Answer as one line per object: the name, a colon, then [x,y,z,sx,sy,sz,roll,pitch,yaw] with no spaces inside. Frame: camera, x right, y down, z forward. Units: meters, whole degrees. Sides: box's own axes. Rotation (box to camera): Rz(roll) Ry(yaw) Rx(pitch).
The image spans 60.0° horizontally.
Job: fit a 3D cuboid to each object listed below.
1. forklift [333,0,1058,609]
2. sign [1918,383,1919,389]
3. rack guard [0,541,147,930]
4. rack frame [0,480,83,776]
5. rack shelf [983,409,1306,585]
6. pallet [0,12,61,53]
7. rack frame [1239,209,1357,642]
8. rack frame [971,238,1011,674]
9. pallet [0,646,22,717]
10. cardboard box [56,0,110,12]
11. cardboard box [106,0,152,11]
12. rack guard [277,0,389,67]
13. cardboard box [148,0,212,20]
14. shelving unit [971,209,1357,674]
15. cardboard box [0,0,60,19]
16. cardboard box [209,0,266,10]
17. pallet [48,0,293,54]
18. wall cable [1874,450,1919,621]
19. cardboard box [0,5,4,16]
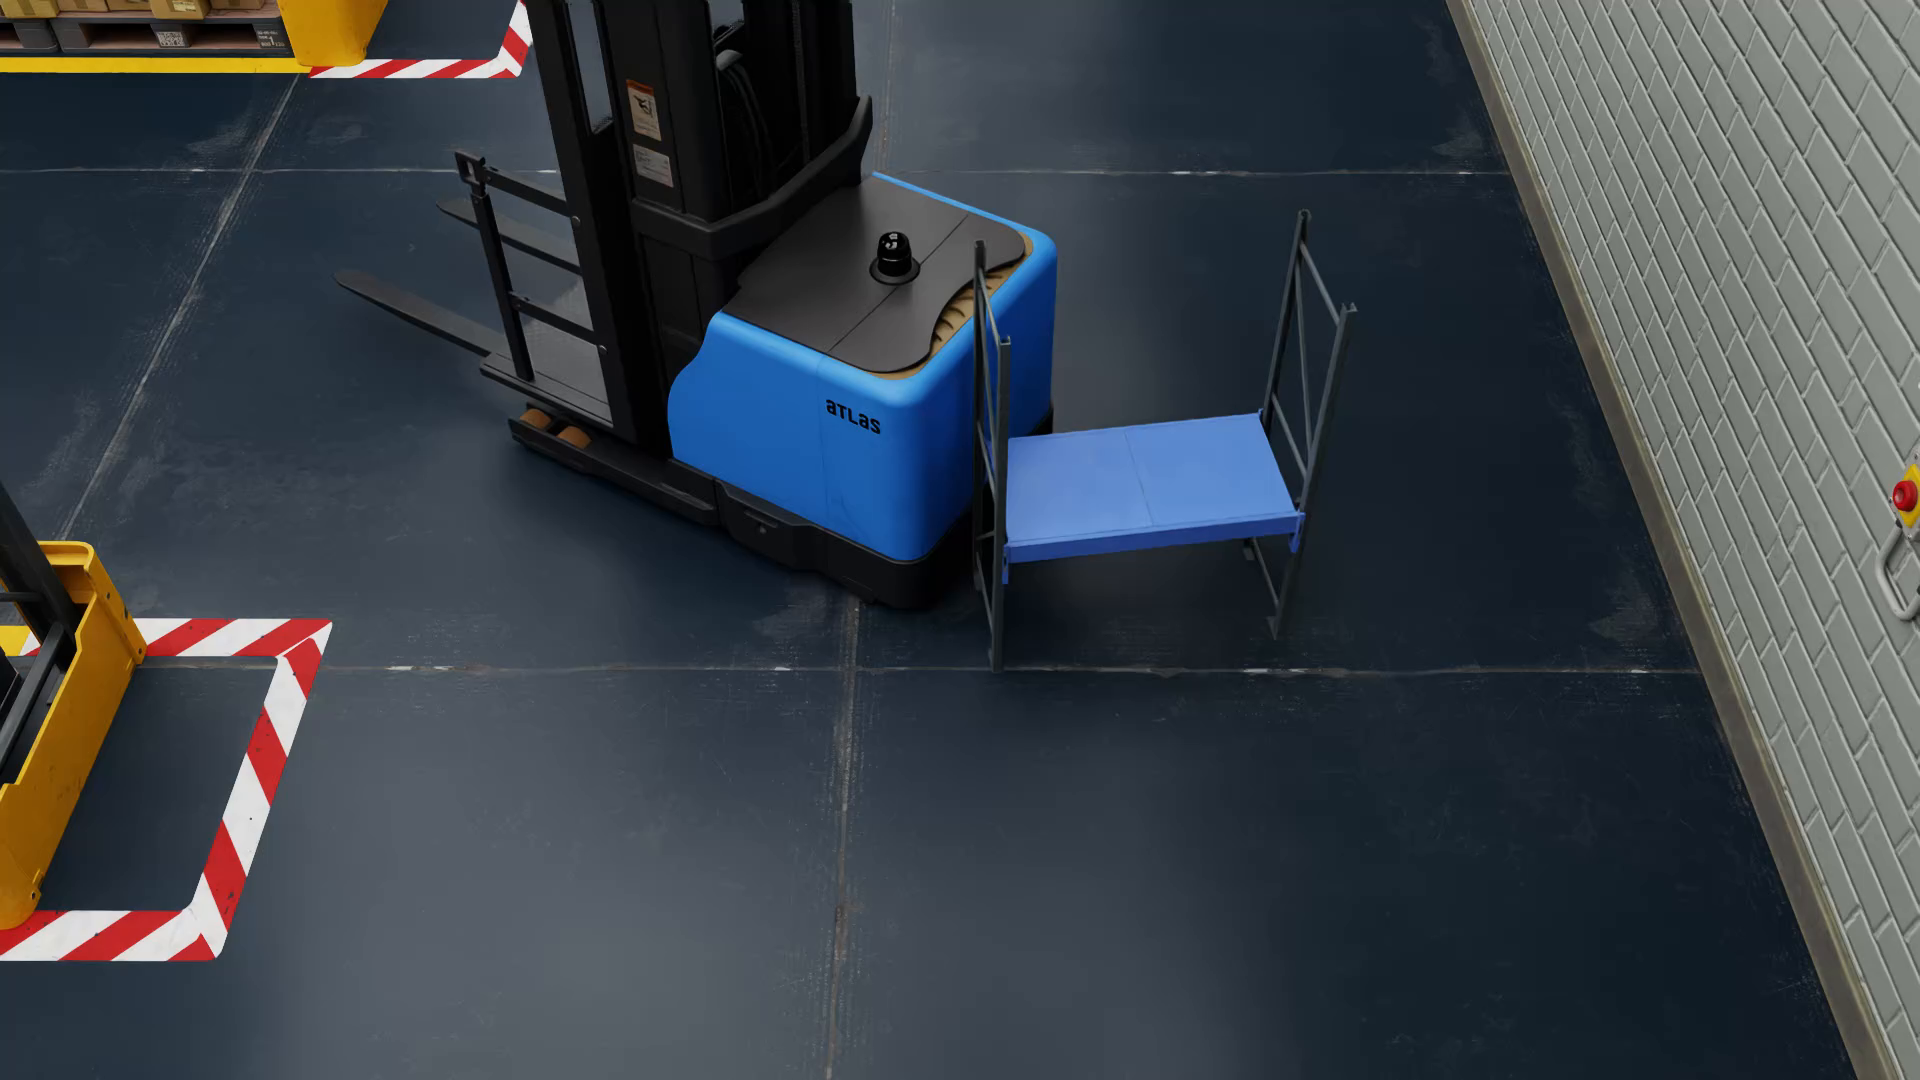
forklift: [-1.169,-1.581,5.719,3.031,2.935,1.130,24,52,21]
sign: [2.625,-0.376,4.367,0.001,0.218,0.327,0,47,0]
rack guard: [-3.051,0.604,5.346,0.348,0.500,1.175,0,47,0]
rack frame: [-3.075,-0.248,4.431,0.127,3.000,1.000,0,47,0]
rack shelf: [0.597,-0.155,5.615,1.000,0.185,0.538,-6,47,-6]
pallet: [-5.263,-2.955,8.856,1.213,0.211,1.003,0,47,0]
rack frame: [1.100,-0.331,5.534,0.032,1.500,0.500,-6,47,-6]
rack frame: [0.094,-0.224,5.434,0.032,1.500,0.500,-6,47,-6]
pallet: [-3.875,0.758,5.401,1.213,0.211,1.003,0,47,0]
cardboard box: [-4.454,-2.873,8.536,0.250,0.149,0.380,1,47,1]
cardboard box: [-4.207,-2.882,8.544,0.250,0.149,0.380,0,47,0]
rack guard: [-3.234,-3.020,8.719,0.348,0.500,1.175,0,47,0]
cardboard box: [-3.943,-2.818,8.485,0.250,0.149,0.380,1,47,1]
shelving unit: [0.597,-0.277,5.484,1.048,1.500,0.538,-6,47,-6]
cardboard box: [-4.709,-2.828,8.494,0.250,0.149,0.380,-2,47,-2]
cardboard box: [-3.685,-2.892,8.553,0.250,0.149,0.380,1,47,1]
pallet: [-4.046,-2.949,8.851,1.213,0.211,1.003,0,47,0]
wall cable: [2.563,-0.606,4.049,0.123,1.953,0.585,0,47,0]
cardboard box: [-4.982,-2.843,8.508,0.250,0.149,0.380,1,47,1]
